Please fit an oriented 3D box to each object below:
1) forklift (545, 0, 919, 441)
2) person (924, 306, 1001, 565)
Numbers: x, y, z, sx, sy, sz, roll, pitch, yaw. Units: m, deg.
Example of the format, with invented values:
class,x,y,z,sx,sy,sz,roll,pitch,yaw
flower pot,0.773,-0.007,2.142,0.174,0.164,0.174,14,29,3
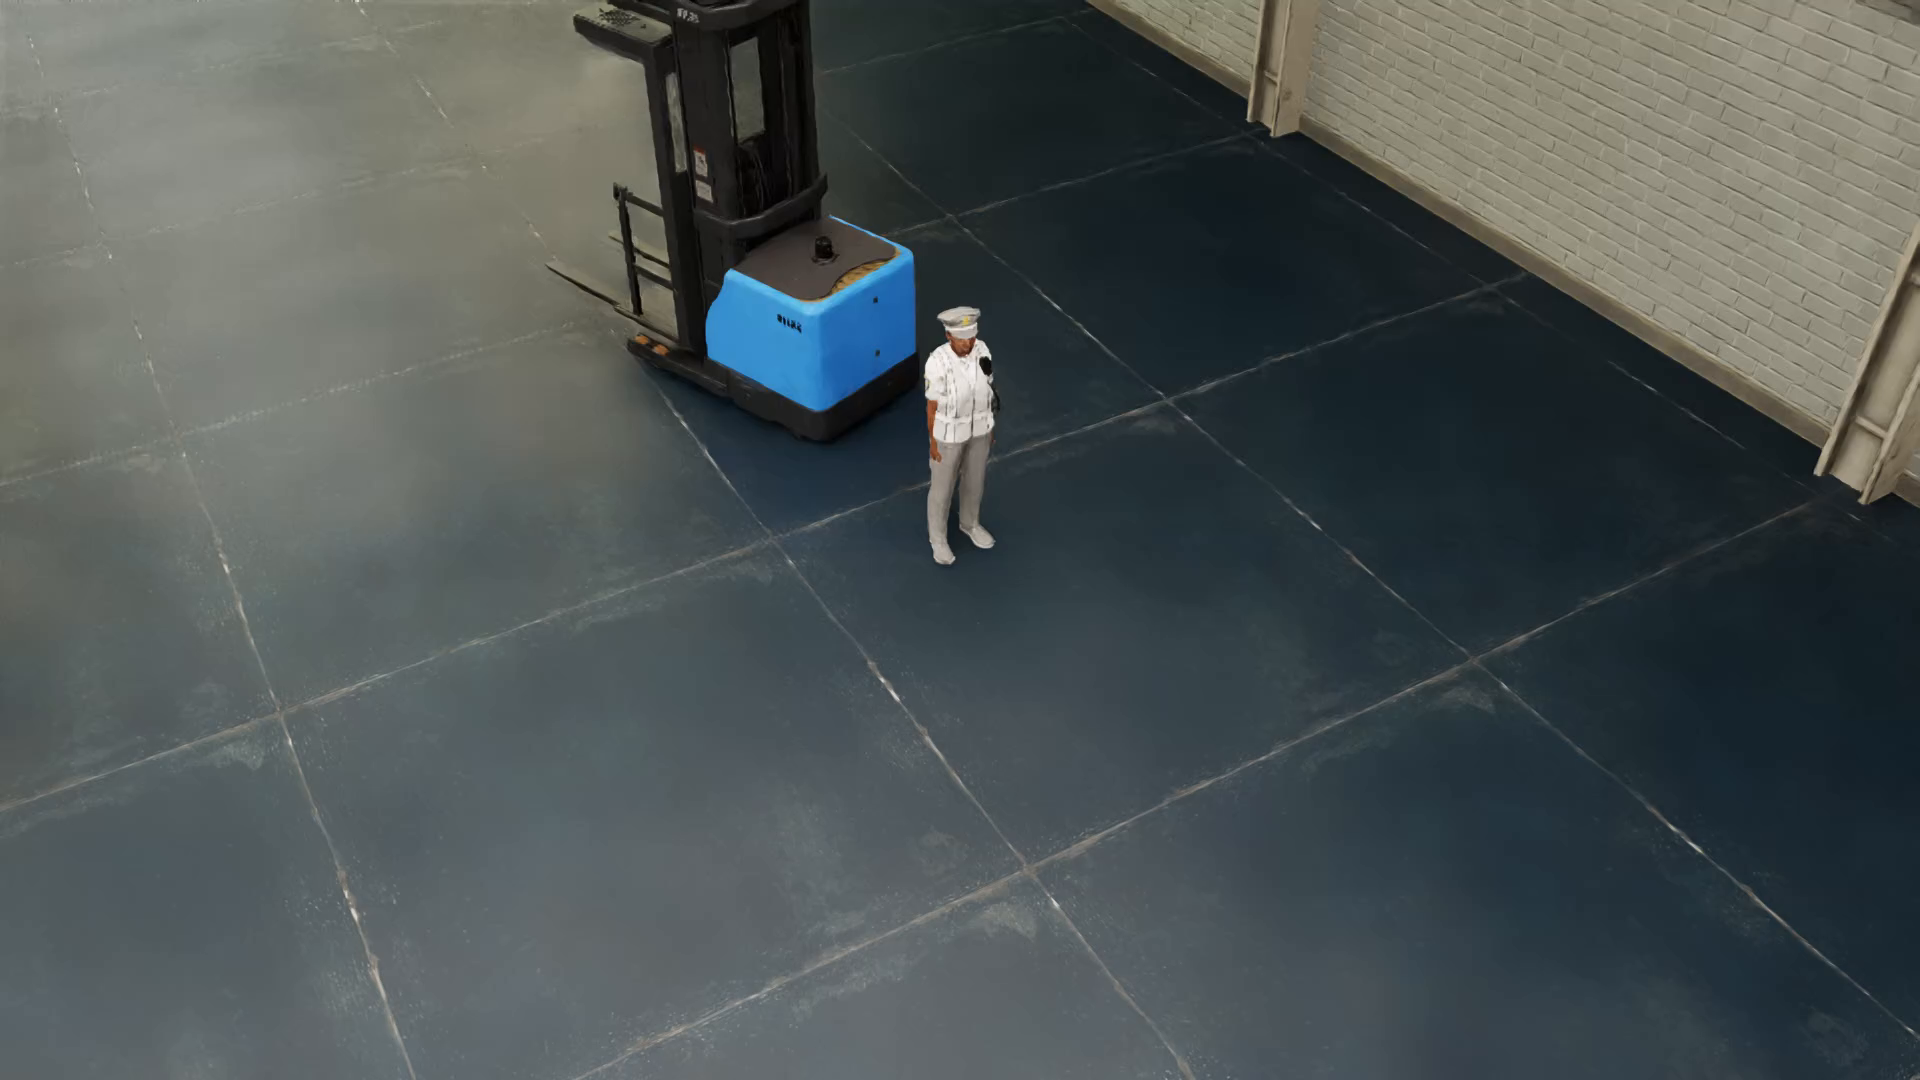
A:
class,x,y,z,sx,sy,sz,roll,pitch,yaw
forklift,-1.741,-2.577,11.143,3.031,2.935,1.130,28,47,30
person,0.005,-0.634,9.779,0.446,1.688,0.337,-20,44,-23
